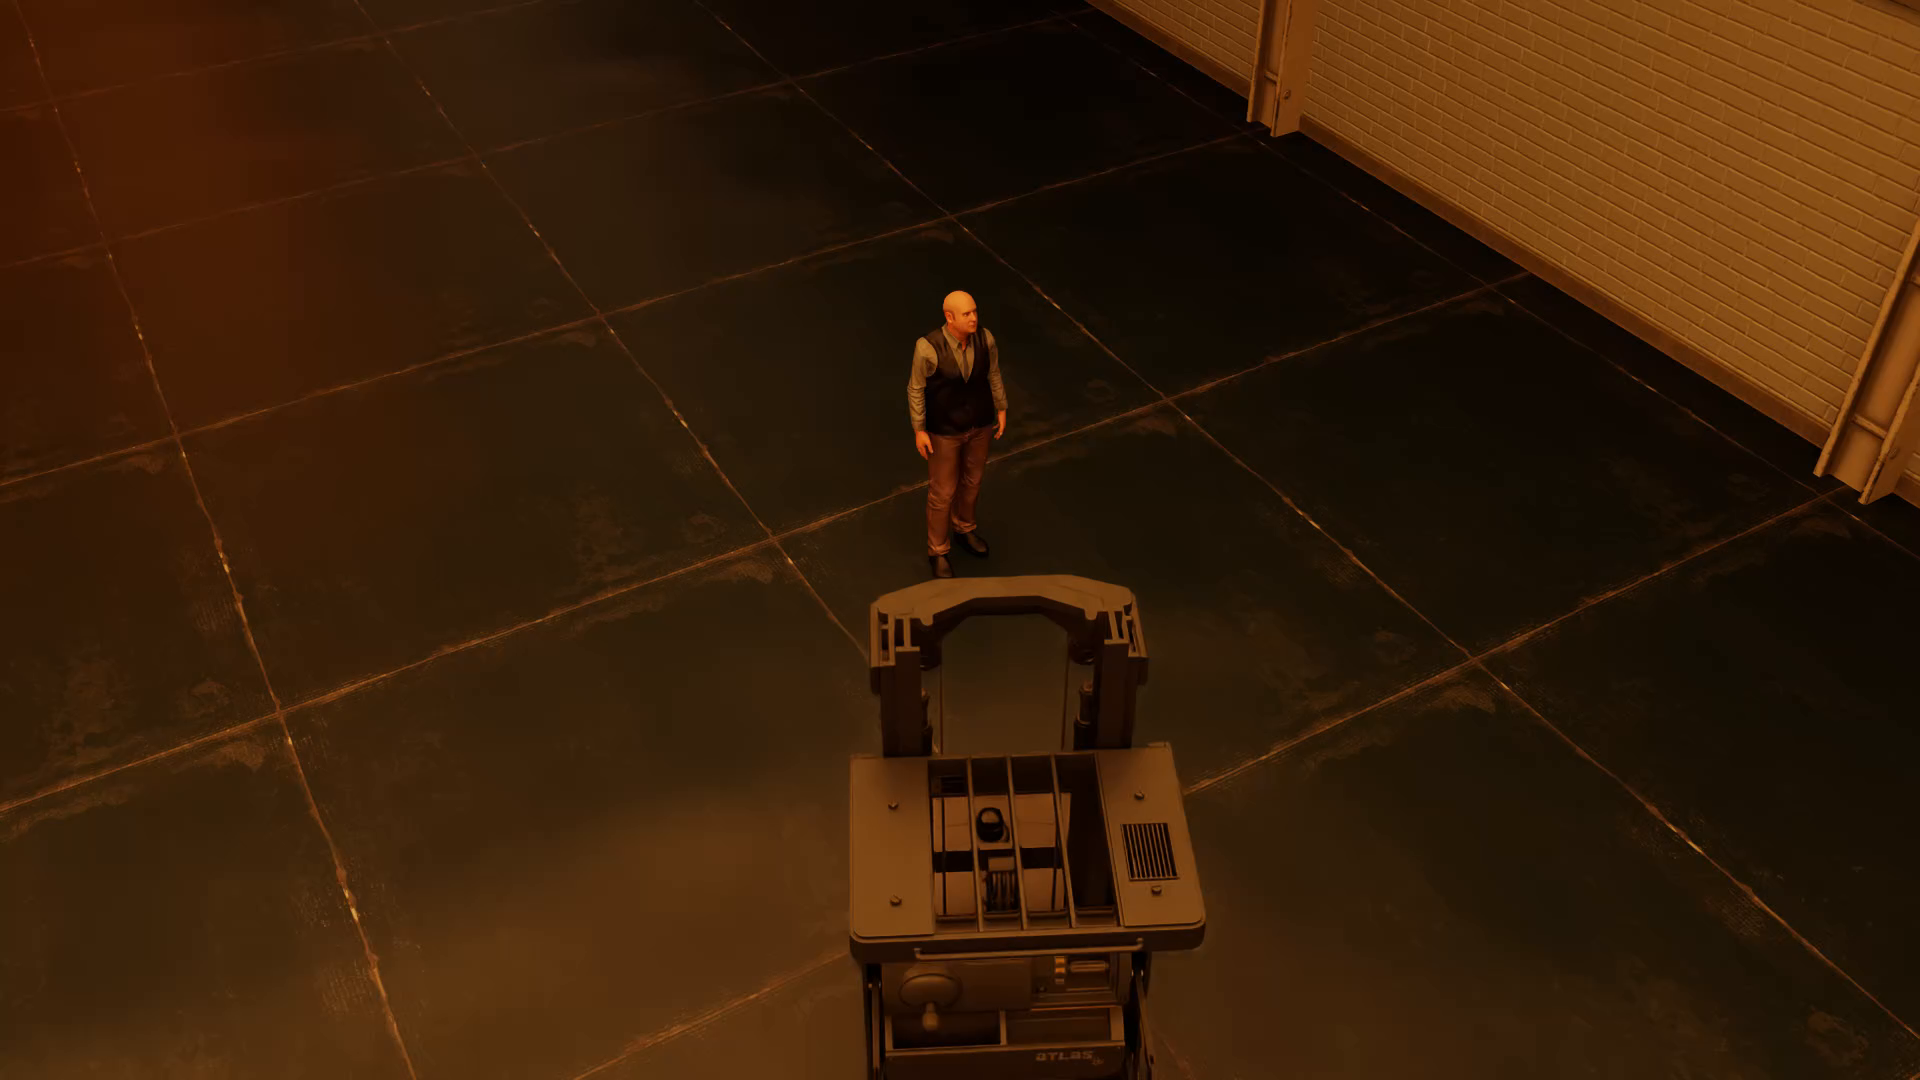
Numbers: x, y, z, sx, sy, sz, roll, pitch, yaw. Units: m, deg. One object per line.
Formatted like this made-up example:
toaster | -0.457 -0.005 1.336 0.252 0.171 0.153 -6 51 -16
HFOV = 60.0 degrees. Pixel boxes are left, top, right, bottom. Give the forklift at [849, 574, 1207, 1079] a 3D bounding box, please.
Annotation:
forklift | 0.186 1.684 6.006 1.130 2.935 3.031 -2 40 -2

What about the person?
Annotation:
person | 0.025 -0.631 9.733 0.634 1.722 0.566 -20 44 -23
